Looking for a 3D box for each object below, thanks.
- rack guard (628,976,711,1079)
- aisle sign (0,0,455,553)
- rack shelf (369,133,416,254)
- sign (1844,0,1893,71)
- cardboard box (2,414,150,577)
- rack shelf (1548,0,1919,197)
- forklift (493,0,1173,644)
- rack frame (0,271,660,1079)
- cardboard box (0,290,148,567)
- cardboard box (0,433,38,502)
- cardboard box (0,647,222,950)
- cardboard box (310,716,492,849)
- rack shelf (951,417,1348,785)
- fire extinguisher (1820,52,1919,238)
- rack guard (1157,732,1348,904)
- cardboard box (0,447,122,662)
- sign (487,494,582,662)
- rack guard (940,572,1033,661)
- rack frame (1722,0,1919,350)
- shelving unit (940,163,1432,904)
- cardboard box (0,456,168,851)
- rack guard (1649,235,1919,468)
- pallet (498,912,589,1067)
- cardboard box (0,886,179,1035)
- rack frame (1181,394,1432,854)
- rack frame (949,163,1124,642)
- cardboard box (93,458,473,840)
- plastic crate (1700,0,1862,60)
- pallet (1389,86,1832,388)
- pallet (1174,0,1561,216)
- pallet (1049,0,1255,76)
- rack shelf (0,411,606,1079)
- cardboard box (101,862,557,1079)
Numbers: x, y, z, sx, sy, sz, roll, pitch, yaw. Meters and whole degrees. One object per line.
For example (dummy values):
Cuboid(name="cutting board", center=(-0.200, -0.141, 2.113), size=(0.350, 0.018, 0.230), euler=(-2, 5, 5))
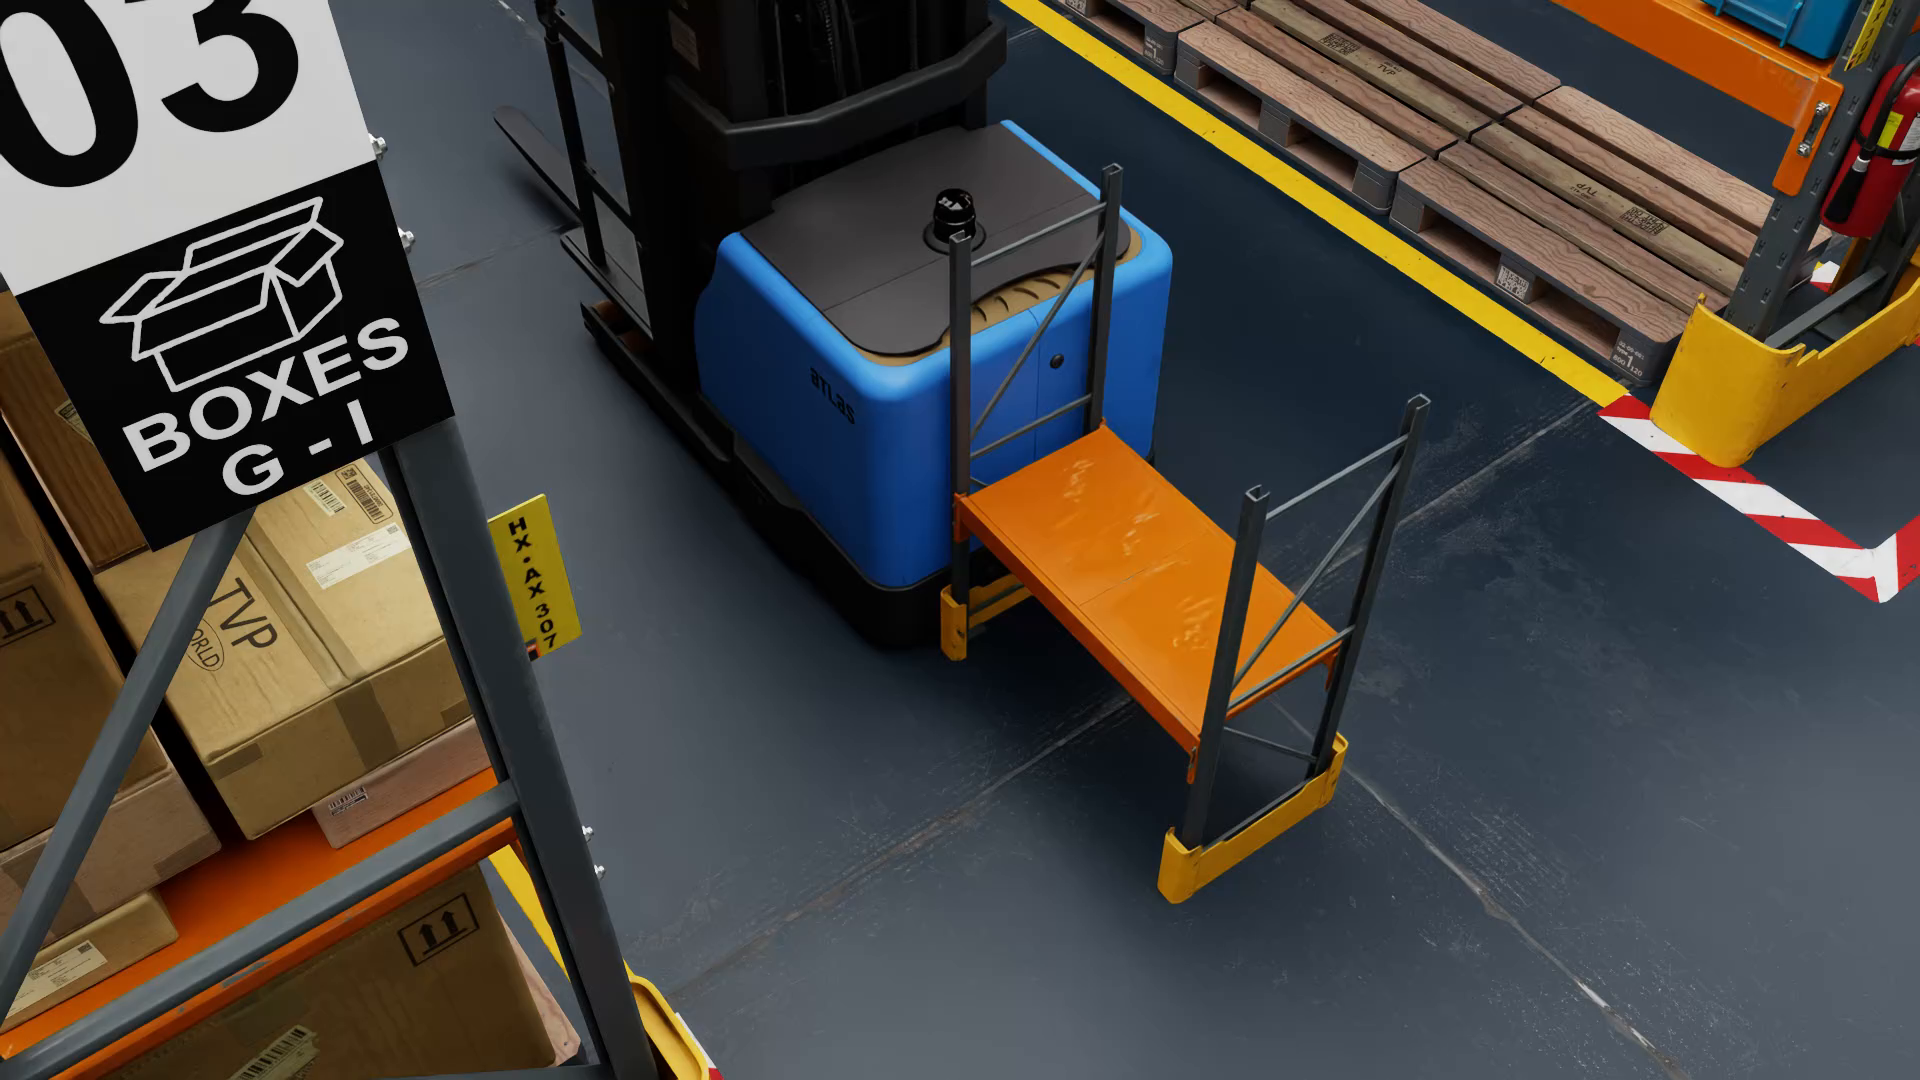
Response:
Cuboid(name="rack guard", center=(-1.077, 1.481, 3.570), size=(1.175, 0.500, 0.348), euler=(-29, 54, -24))
Cuboid(name="aisle sign", center=(-0.810, -0.338, 1.777), size=(0.394, 0.787, 0.004), euler=(-29, 54, -24))
Cuboid(name="rack shelf", center=(-2.303, -1.318, 2.881), size=(1.077, 0.370, 4.000), euler=(-29, 54, -24))
Cuboid(name="sign", center=(2.422, -1.393, 4.378), size=(0.100, 0.325, 0.005), euler=(-29, 54, -24))
Cuboid(name="cardboard box", center=(-1.488, -0.130, 3.244), size=(0.500, 0.250, 0.500), euler=(-30, 54, -24))
Cuboid(name="rack shelf", center=(1.639, -2.533, 6.007), size=(1.077, 0.370, 4.000), euler=(-29, 54, -24))
Cuboid(name="forklift", center=(-0.665, -1.738, 4.847), size=(1.130, 2.935, 3.031), euler=(-28, 54, -23))
Cuboid(name="rack frame", center=(-1.095, 0.628, 2.656), size=(0.949, 2.616, 0.053), euler=(-29, 54, -24))
Cuboid(name="cardboard box", center=(-1.470, -0.373, 2.958), size=(0.500, 0.500, 0.500), euler=(-31, 55, -25))
Cuboid(name="cardboard box", center=(-2.212, -0.189, 3.297), size=(0.500, 0.250, 0.500), euler=(-31, 55, -25))
Cuboid(name="cardboard box", center=(-1.597, 0.411, 2.754), size=(0.500, 0.250, 0.500), euler=(-30, 55, -25))
Cuboid(name="cardboard box", center=(-1.044, 0.354, 3.074), size=(0.380, 0.149, 0.250), euler=(-29, 54, -24))
Cuboid(name="rack shelf", center=(0.482, 0.126, 4.366), size=(0.538, 0.185, 1.000), euler=(-28, 54, -23))
Cuboid(name="fire extinguisher", center=(2.580, -1.151, 4.573), size=(0.296, 0.674, 0.183), euler=(-29, 54, -24))
Cuboid(name="rack guard", center=(0.778, 0.730, 4.419), size=(0.587, 0.250, 0.087), euler=(-28, 54, -23))
Cuboid(name="cardboard box", center=(-1.903, 0.111, 3.025), size=(0.500, 0.250, 0.500), euler=(-30, 55, -25))
Cuboid(name="sign", center=(-0.647, 0.064, 2.529), size=(0.100, 0.325, 0.005), euler=(-29, 54, -24))
Cuboid(name="rack guard", center=(0.198, 0.131, 4.963), size=(0.587, 0.250, 0.087), euler=(-28, 54, -23))
Cuboid(name="rack frame", center=(2.850, -1.595, 4.671), size=(1.000, 3.000, 0.127), euler=(-29, 54, -24))
Cuboid(name="shelving unit", center=(0.488, 0.011, 4.228), size=(0.587, 1.500, 1.083), euler=(-28, 54, -23))
Cuboid(name="cardboard box", center=(-1.596, 0.156, 2.478), size=(0.500, 0.500, 0.500), euler=(-29, 54, -24))
Cuboid(name="rack guard", center=(2.875, -0.747, 5.590), size=(1.175, 0.500, 0.348), euler=(-29, 54, -24))
Cuboid(name="pallet", center=(-1.638, 1.127, 4.086), size=(1.003, 0.211, 1.213), euler=(-29, 54, -24))
Cuboid(name="cardboard box", center=(-1.570, 0.649, 2.807), size=(0.380, 0.149, 0.250), euler=(-28, 54, -23))
Cuboid(name="rack frame", center=(0.778, 0.311, 3.955), size=(0.500, 1.500, 0.032), euler=(-28, 54, -23))
Cuboid(name="rack frame", center=(0.186, -0.301, 4.511), size=(0.500, 1.500, 0.032), euler=(-28, 54, -23))
Cuboid(name="cardboard box", center=(-1.168, 0.173, 2.969), size=(0.500, 0.250, 0.500), euler=(-31, 55, -25))
Cuboid(name="plastic crate", center=(2.498, -1.741, 4.739), size=(0.616, 0.435, 0.499), euler=(-29, 54, -24))
Cuboid(name="pallet", center=(2.381, -1.162, 6.161), size=(1.003, 0.211, 1.213), euler=(-29, 54, -24))
Cuboid(name="pallet", center=(1.647, -1.881, 6.813), size=(1.003, 0.211, 1.213), euler=(-29, 54, -24))
Cuboid(name="pallet", center=(0.904, -2.601, 7.465), size=(1.003, 0.211, 1.213), euler=(-29, 54, -24))
Cuboid(name="rack shelf", center=(-2.303, -0.311, 3.993), size=(1.077, 0.370, 4.000), euler=(-29, 54, -24))
Cuboid(name="cardboard box", center=(-1.543, 0.858, 3.598), size=(0.875, 0.875, 0.875), euler=(-29, 54, -24))
